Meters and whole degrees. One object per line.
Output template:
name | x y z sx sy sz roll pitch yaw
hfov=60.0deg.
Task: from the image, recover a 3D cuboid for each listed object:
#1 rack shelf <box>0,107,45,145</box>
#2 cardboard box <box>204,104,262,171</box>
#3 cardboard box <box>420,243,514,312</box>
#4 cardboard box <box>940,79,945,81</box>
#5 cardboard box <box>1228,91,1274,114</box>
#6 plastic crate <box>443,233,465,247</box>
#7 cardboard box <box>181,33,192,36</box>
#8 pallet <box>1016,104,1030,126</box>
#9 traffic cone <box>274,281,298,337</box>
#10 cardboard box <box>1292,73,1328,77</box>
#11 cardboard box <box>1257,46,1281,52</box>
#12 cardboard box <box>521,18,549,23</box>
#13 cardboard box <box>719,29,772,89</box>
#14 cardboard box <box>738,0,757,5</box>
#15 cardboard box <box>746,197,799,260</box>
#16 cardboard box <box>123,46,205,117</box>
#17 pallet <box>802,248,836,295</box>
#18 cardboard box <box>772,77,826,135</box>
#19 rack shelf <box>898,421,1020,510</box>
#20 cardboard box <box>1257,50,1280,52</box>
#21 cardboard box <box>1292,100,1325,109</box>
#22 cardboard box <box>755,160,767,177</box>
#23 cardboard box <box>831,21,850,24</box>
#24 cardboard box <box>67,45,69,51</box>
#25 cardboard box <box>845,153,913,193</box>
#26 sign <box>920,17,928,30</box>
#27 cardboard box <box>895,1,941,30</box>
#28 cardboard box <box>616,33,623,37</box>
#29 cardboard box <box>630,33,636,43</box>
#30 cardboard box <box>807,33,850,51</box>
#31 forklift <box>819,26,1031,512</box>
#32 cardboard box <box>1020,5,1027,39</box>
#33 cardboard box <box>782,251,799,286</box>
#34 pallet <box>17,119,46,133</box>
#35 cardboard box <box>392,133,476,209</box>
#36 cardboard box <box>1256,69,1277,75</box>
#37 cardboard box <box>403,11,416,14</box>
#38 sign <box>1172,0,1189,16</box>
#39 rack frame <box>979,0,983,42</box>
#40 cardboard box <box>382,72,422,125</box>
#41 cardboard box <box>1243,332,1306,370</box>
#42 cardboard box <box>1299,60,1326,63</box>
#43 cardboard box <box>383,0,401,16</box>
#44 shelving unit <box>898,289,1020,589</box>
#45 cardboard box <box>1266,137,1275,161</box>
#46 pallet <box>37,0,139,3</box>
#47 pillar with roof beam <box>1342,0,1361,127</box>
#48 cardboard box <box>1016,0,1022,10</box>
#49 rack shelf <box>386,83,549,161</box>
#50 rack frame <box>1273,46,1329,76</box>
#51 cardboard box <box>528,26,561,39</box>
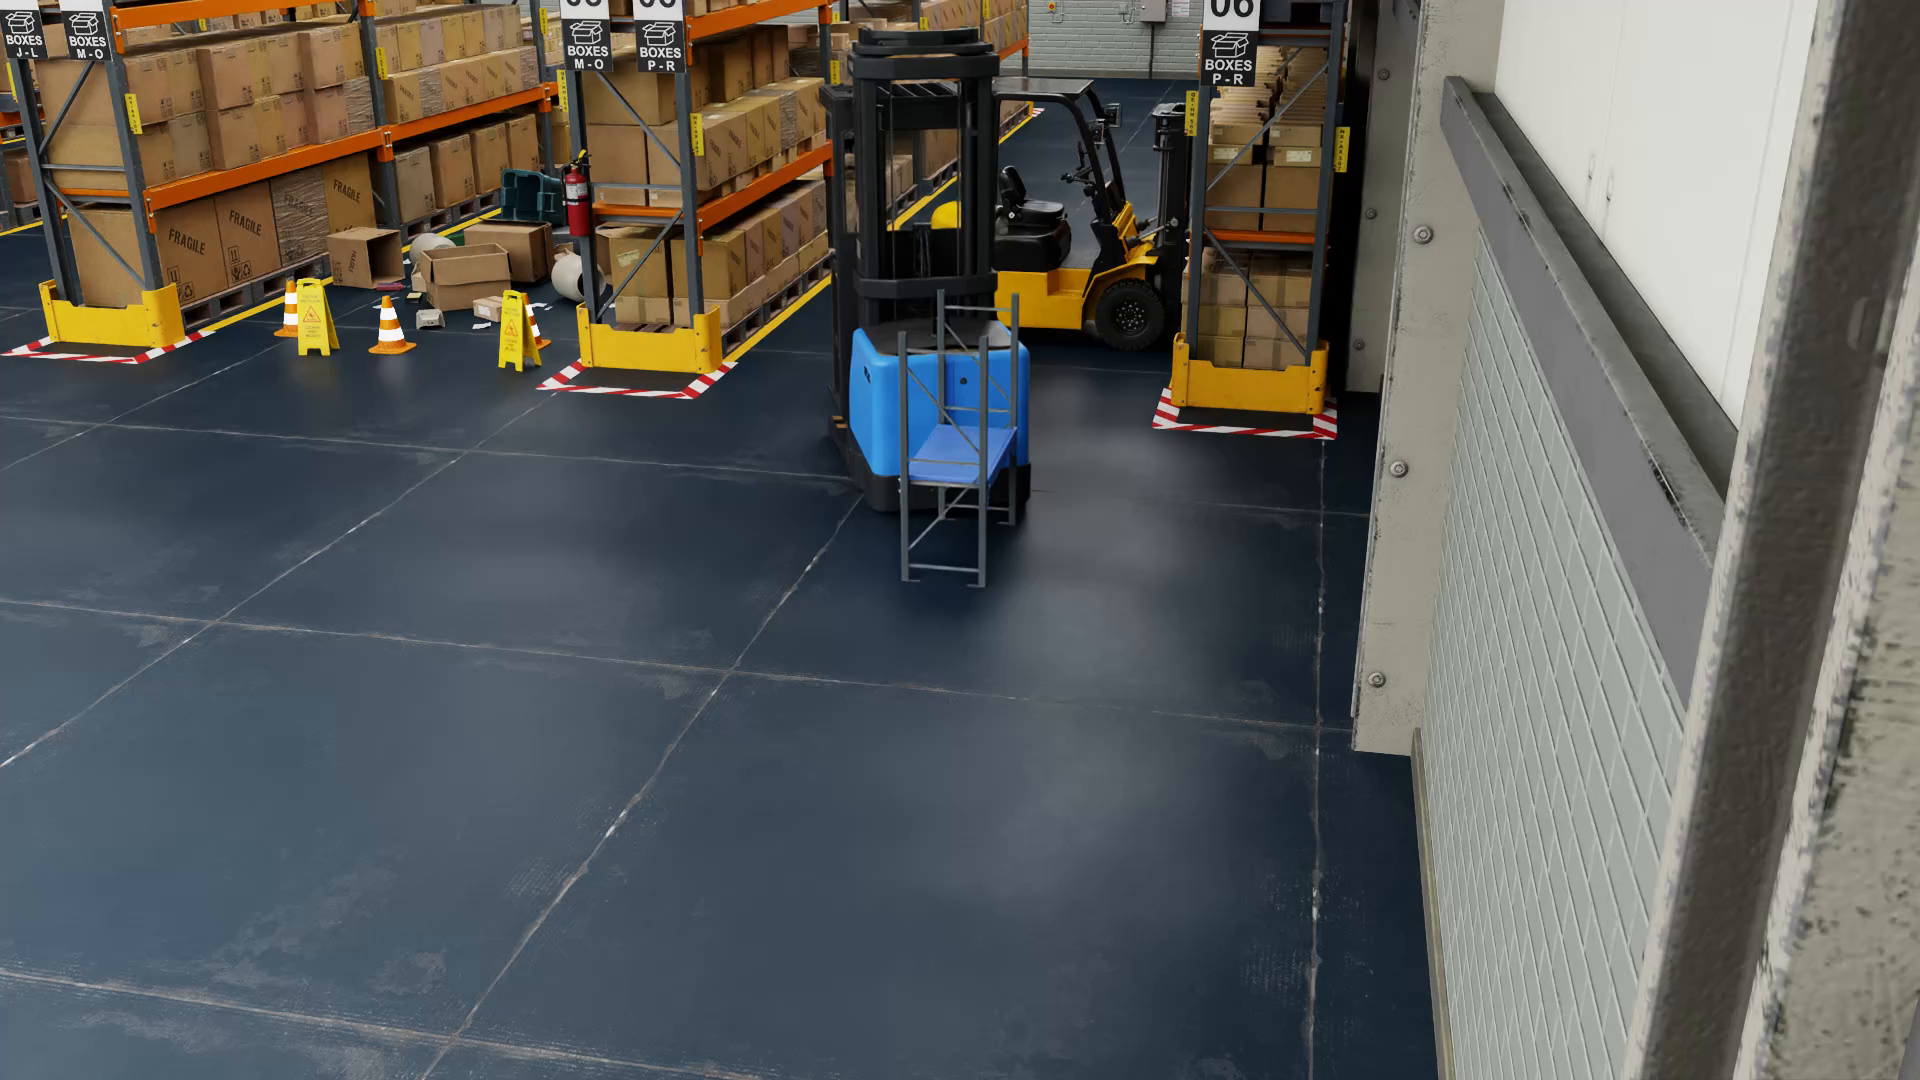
rack shelf | -11.089 -5.458 20.854 1.077 0.370 4.000 4 22 11
cardboard box | -7.119 -3.789 15.546 0.875 0.550 0.550 4 22 11
cardboard box | -4.732 -2.520 15.936 0.797 0.503 0.637 -11 25 -26
cardboard box | -0.433 -6.239 22.030 0.500 0.250 0.500 5 23 13
cardboard box | 2.490 -3.750 14.248 0.380 0.149 0.250 5 22 11
plastic crate | -5.415 -3.204 17.982 0.450 0.188 0.662 7 21 42
cardboard box | -10.315 -6.727 22.907 0.500 0.500 0.500 5 22 12
pallet | 0.567 -7.102 27.705 1.003 0.211 1.213 4 22 11
traffic cone | -5.980 -2.092 14.928 0.336 0.463 0.334 4 22 11
cardboard box | 3.295 -4.273 15.549 0.380 0.149 0.250 5 22 11
cardboard box | 4.033 -6.245 21.143 0.797 0.503 0.637 4 22 10
cardboard box | -5.928 -7.149 23.068 0.380 0.149 0.250 6 23 14
cardboard box | -2.223 -4.624 15.948 0.700 0.500 0.500 5 22 11
cardboard box | -1.966 -4.686 14.296 0.380 0.149 0.250 5 22 12
cardboard box | -1.858 -2.963 15.809 0.500 0.500 0.500 6 23 14
cardboard box | -7.343 -4.094 14.857 0.875 0.550 0.550 4 22 11
pallet | -1.898 -2.763 16.932 1.003 0.211 1.213 4 22 11
cardboard box | -1.643 -4.308 16.503 0.500 0.500 0.500 4 22 10
rack shelf | 0.009 -0.457 9.961 0.538 0.185 1.000 4 22 11
cardboard box | 3.474 -5.546 19.108 0.380 0.149 0.250 5 22 12
cardboard box | 2.897 -3.524 13.688 0.380 0.149 0.250 4 22 10
cardboard box | -1.974 -3.400 15.117 0.380 0.149 0.250 4 22 9
cardboard box | -1.298 -6.000 20.143 0.500 0.500 0.500 4 22 9
cardboard box | -11.234 -5.944 20.397 0.797 0.503 0.637 7 23 16
cardboard box | -1.104 -4.538 20.561 0.950 0.372 0.625 3 22 7
sign | -0.446 -6.230 20.364 0.100 0.325 0.005 4 22 11
cardboard box | -0.547 -6.622 21.308 0.500 0.500 0.500 5 22 11
cardboard box | -5.075 -7.340 23.938 0.380 0.149 0.250 4 22 9
cardboard box | -4.969 -7.394 24.472 0.380 0.149 0.250 5 22 11
cardboard box | -1.353 -5.130 17.114 0.380 0.149 0.250 4 22 11
forklift | -0.354 -2.059 11.543 1.130 2.935 3.031 -5 22 -11
cardboard box | 0.814 -8.543 27.418 0.500 0.500 0.500 5 22 11
cardboard box | -1.860 -2.607 15.929 0.500 0.250 0.500 5 22 12
pallet | -14.911 -6.791 26.934 1.003 0.211 1.213 4 22 11
cardboard box | -6.423 -4.383 19.671 1.050 0.750 0.750 4 22 11
cardboard box | 3.092 -4.796 17.244 0.380 0.149 0.250 4 22 10
cardboard box | -9.306 -8.578 27.440 0.500 0.250 0.500 5 22 12
sign | 4.333 -10.538 32.632 0.329 0.494 0.001 4 22 11
rack frame | -0.163 -7.231 24.292 1.000 3.000 0.127 4 22 11
cardboard box | -6.291 -4.864 18.281 0.500 0.500 0.500 5 22 12
cardboard box | 2.540 -1.549 13.303 0.500 0.250 0.500 5 22 11
cardboard box | 3.876 -5.127 18.067 0.380 0.149 0.250 4 22 10
cardboard box | -9.408 -8.738 26.833 0.500 0.500 0.500 4 22 11
shelving unit | 0.009 -0.623 9.894 0.538 1.500 1.048 4 22 11
cardboard box | 2.560 -3.012 12.815 0.380 0.149 0.250 4 22 11
pallet | -7.337 -4.805 14.372 1.003 0.211 1.213 4 22 11
pillar with roof beam | 1.507 -10.151 23.512 9.100 9.000 0.400 4 22 11
cardboard box | 0.710 -8.816 26.756 0.500 0.500 0.500 5 22 11
rack shelf | -6.254 -5.043 19.823 1.077 0.370 4.000 4 22 11
rack frame | 3.065 -3.928 16.092 1.000 3.000 0.127 4 22 11
cardboard box | -5.509 -6.715 21.990 0.380 0.149 0.250 4 22 9
